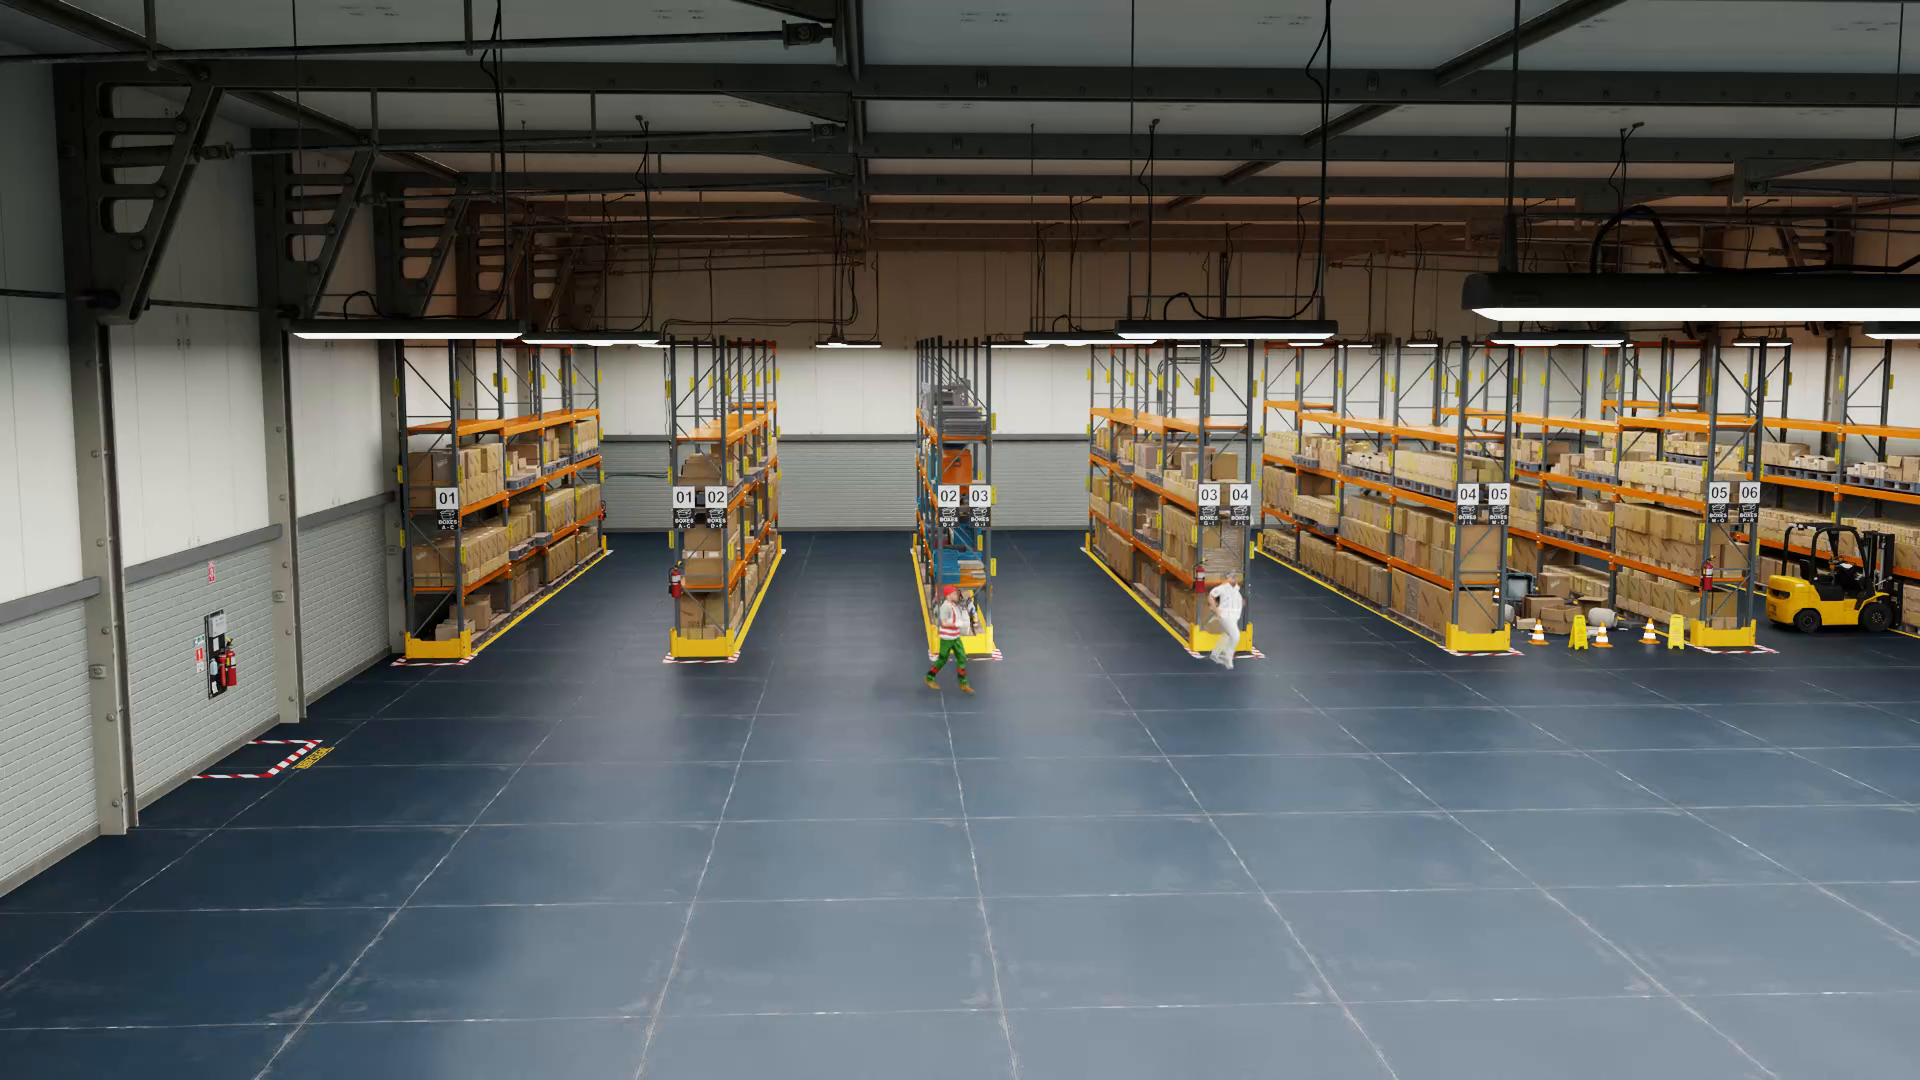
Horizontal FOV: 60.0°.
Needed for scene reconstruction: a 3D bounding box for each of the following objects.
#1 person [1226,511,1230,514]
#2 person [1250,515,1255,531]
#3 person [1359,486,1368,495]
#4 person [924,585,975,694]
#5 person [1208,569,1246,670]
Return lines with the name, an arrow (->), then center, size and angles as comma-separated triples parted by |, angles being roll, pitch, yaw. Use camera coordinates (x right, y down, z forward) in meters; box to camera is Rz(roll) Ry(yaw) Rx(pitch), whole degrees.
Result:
person -> 7.522, -0.231, 45.428 | 0.589, 1.710, 0.755 | 0, 6, 2
person -> 7.582, -0.168, 44.525 | 0.580, 1.749, 0.719 | -1, 7, -6
person -> 12.008, -0.751, 49.436 | 0.855, 1.716, 0.591 | 0, 6, 2
person -> -0.196, 1.664, 27.802 | 0.884, 1.827, 0.646 | 3, 7, 24
person -> 4.878, 1.431, 30.207 | 0.725, 1.847, 0.644 | 6, 9, 41
